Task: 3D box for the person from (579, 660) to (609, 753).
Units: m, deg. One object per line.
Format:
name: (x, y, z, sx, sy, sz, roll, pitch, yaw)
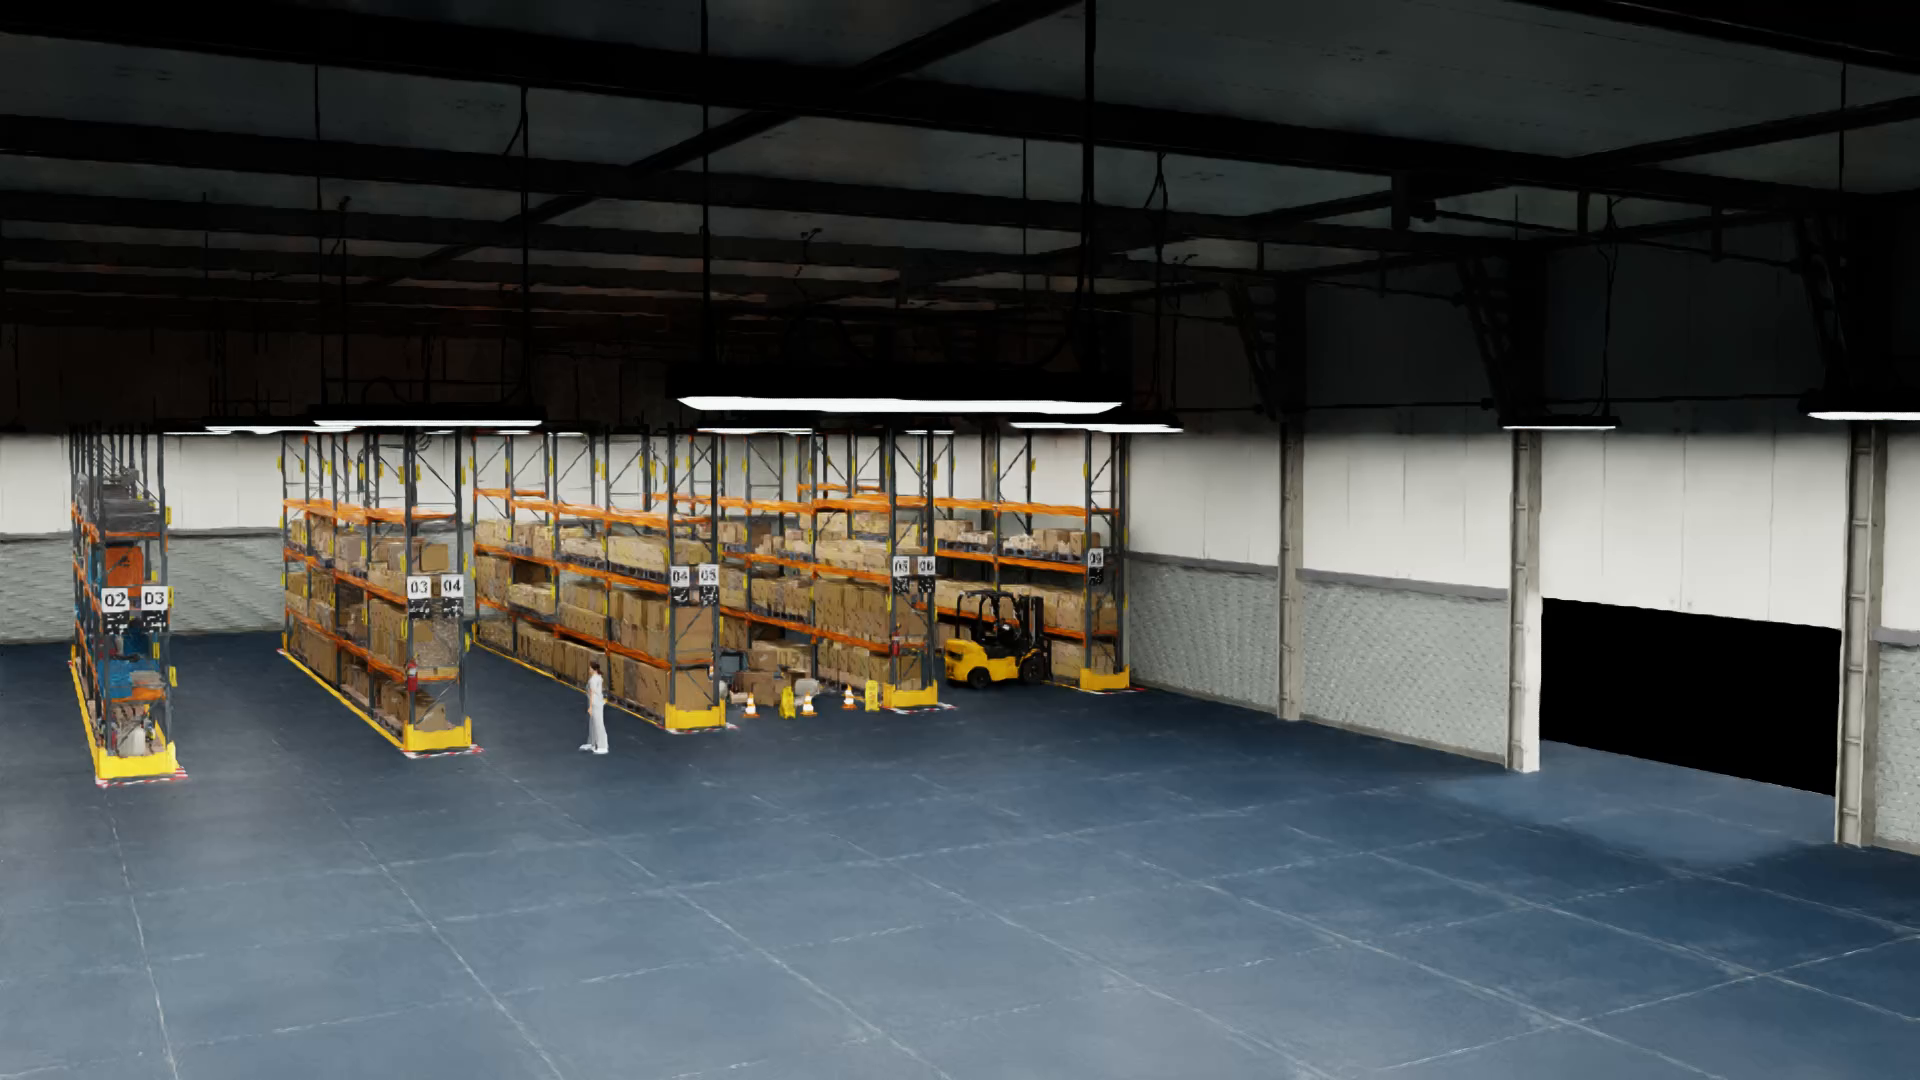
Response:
person: (-6.658, 3.004, 30.205, 0.569, 1.668, 0.561, 0, 4, -2)
